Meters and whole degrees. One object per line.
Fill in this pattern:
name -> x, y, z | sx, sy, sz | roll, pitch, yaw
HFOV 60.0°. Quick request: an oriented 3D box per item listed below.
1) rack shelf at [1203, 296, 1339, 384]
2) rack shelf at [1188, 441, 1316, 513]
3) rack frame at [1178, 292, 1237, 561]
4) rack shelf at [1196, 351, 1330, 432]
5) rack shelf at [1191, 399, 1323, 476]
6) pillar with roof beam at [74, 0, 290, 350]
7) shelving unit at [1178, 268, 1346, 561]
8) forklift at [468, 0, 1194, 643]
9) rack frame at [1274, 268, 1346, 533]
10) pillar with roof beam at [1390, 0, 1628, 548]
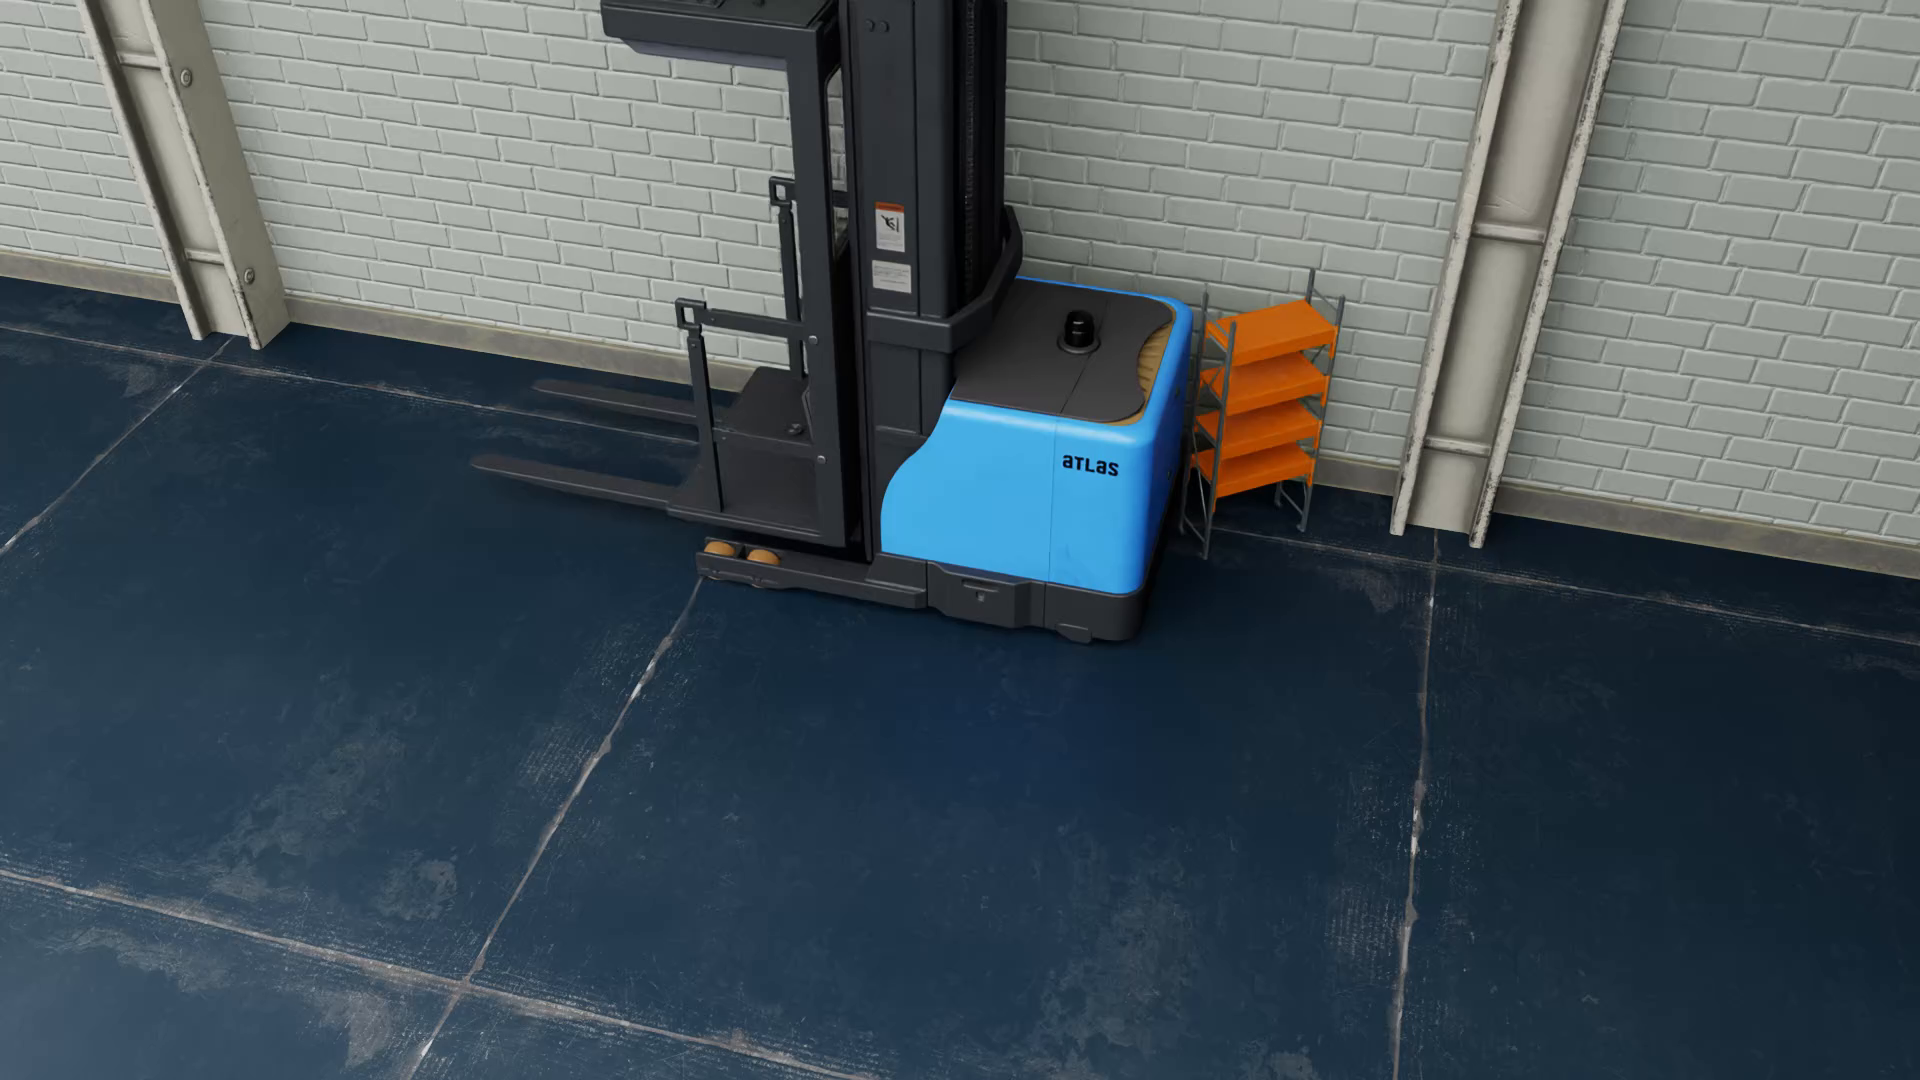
rack shelf -> 1.235, -0.805, 6.664 | 0.480, 0.148, 0.258 | -15, 42, -17
rack shelf -> 1.235, -0.300, 7.088 | 0.480, 0.148, 0.258 | -15, 42, -17
rack frame -> 1.010, -0.444, 6.845 | 0.015, 1.200, 0.240 | -15, 42, -17
rack shelf -> 1.235, -0.623, 6.816 | 0.480, 0.148, 0.258 | -15, 42, -17
rack shelf -> 1.235, -0.452, 6.960 | 0.480, 0.148, 0.258 | -15, 42, -17
pillar with roof beam -> -4.795, -1.860, 2.467 | 0.400, 9.000, 9.100 | 10, 41, 11
shelving unit -> 1.235, -0.504, 6.917 | 0.503, 1.200, 0.258 | -15, 42, -17
forklift -> -0.615, -1.233, 6.439 | 3.031, 2.935, 1.130 | 10, 41, 12
rack frame -> 1.461, -0.564, 6.988 | 0.015, 1.200, 0.240 | -15, 42, -17
pillar with roof beam -> 1.001, -0.862, 1.280 | 0.400, 9.000, 9.100 | 10, 41, 11
